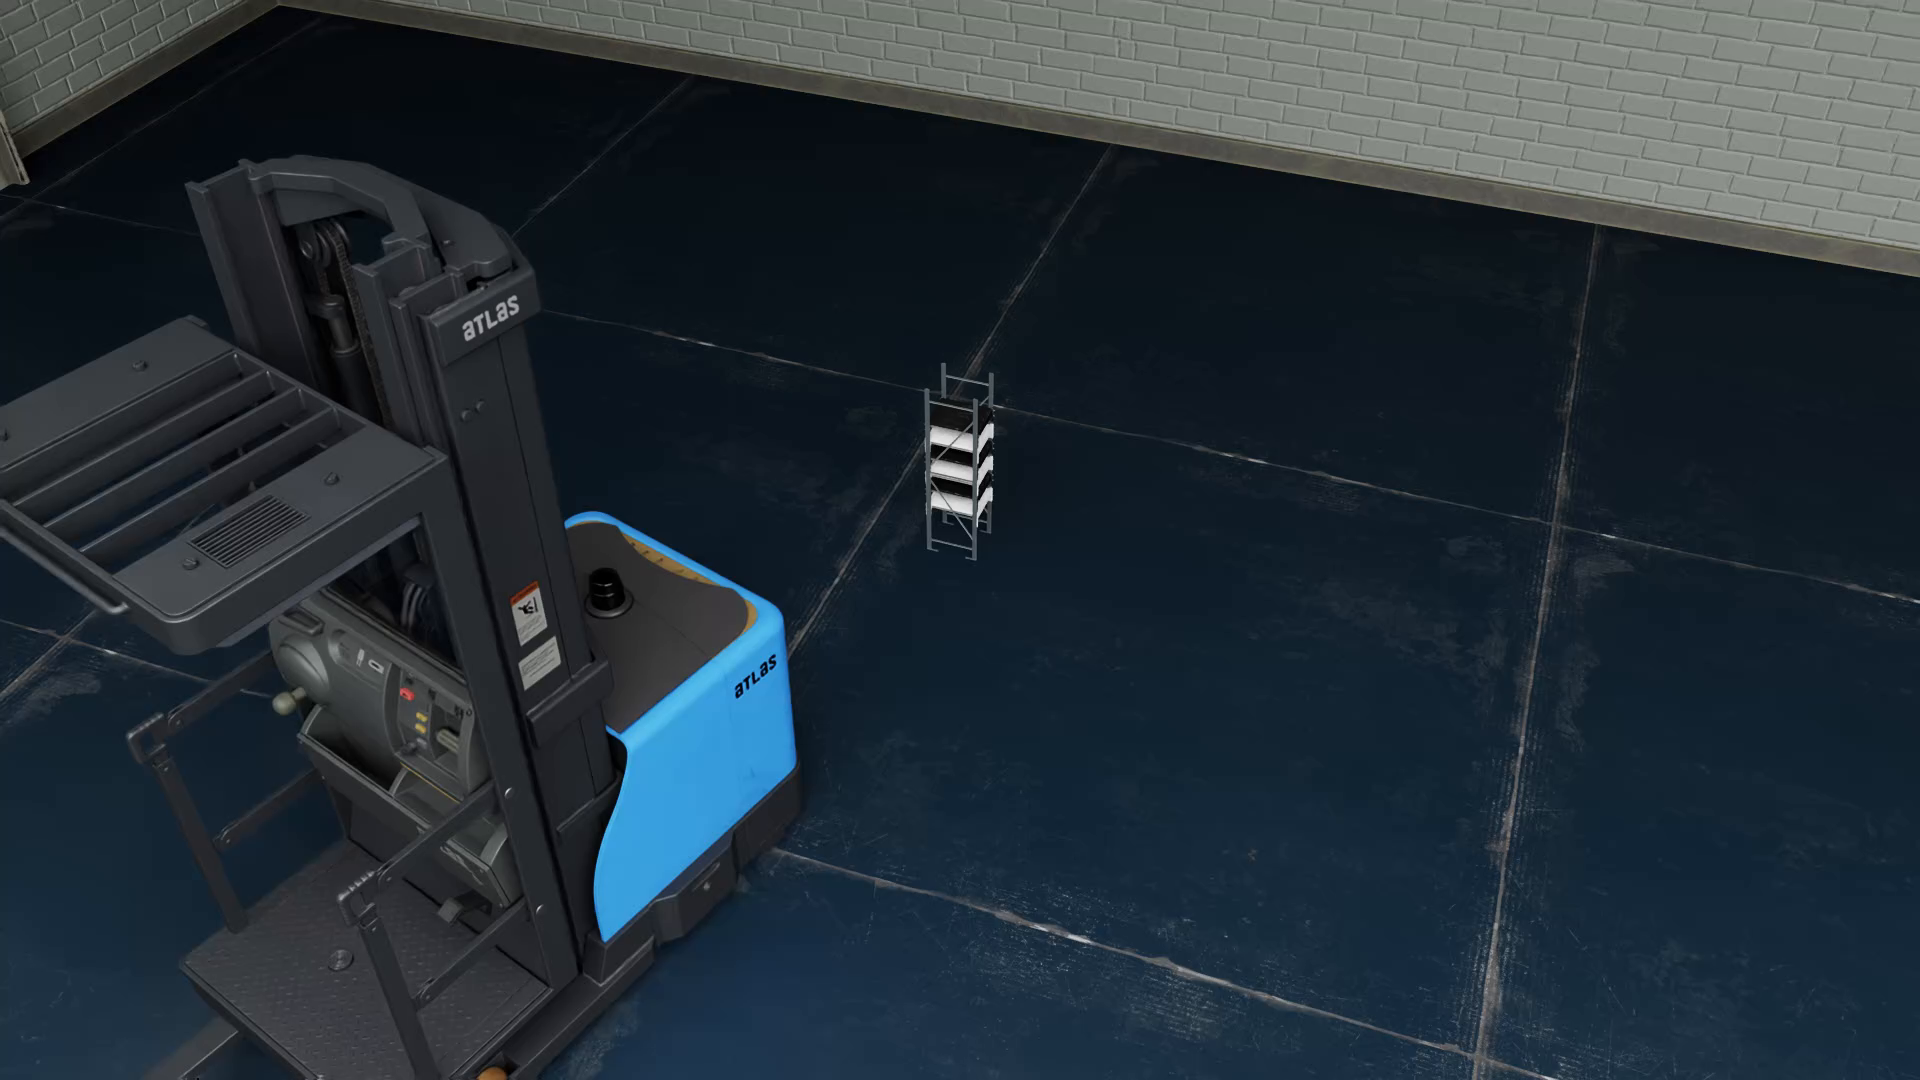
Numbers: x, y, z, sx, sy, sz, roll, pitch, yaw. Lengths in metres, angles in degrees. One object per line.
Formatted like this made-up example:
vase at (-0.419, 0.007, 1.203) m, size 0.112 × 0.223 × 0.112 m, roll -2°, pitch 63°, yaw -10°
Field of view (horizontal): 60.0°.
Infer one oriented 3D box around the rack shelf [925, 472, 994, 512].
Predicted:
rack shelf at (-0.003, -0.244, 7.486) m, size 0.258 × 0.077 × 0.200 m, roll 13°, pitch 42°, yaw 15°

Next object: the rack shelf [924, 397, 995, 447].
rack shelf at (-0.003, -0.517, 7.252) m, size 0.258 × 0.077 × 0.200 m, roll 13°, pitch 42°, yaw 15°

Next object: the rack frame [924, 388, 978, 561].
rack frame at (-0.038, -0.275, 7.333) m, size 0.240 × 0.900 × 0.006 m, roll 13°, pitch 42°, yaw 15°

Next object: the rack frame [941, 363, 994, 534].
rack frame at (0.032, -0.399, 7.478) m, size 0.240 × 0.900 × 0.006 m, roll 13°, pitch 42°, yaw 15°

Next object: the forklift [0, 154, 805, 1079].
forklift at (-1.882, 0.522, 4.833) m, size 1.130 × 2.935 × 3.031 m, roll 26°, pitch 47°, yaw 27°

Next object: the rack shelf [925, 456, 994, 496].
rack shelf at (-0.003, -0.312, 7.427) m, size 0.258 × 0.077 × 0.200 m, roll 13°, pitch 42°, yaw 15°

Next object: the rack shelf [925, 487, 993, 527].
rack shelf at (-0.003, -0.175, 7.544) m, size 0.258 × 0.077 × 0.200 m, roll 13°, pitch 42°, yaw 15°

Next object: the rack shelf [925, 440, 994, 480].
rack shelf at (-0.003, -0.380, 7.369) m, size 0.258 × 0.077 × 0.200 m, roll 13°, pitch 42°, yaw 15°

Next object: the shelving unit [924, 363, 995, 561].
shelving unit at (-0.003, -0.337, 7.406) m, size 0.258 × 0.900 × 0.210 m, roll 13°, pitch 42°, yaw 15°

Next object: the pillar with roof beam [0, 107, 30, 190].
pillar with roof beam at (-1.928, -4.608, 6.171) m, size 9.100 × 9.000 × 0.400 m, roll 13°, pitch 42°, yaw 15°

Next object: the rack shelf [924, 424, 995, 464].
rack shelf at (-0.003, -0.449, 7.311) m, size 0.258 × 0.077 × 0.200 m, roll 13°, pitch 42°, yaw 15°
